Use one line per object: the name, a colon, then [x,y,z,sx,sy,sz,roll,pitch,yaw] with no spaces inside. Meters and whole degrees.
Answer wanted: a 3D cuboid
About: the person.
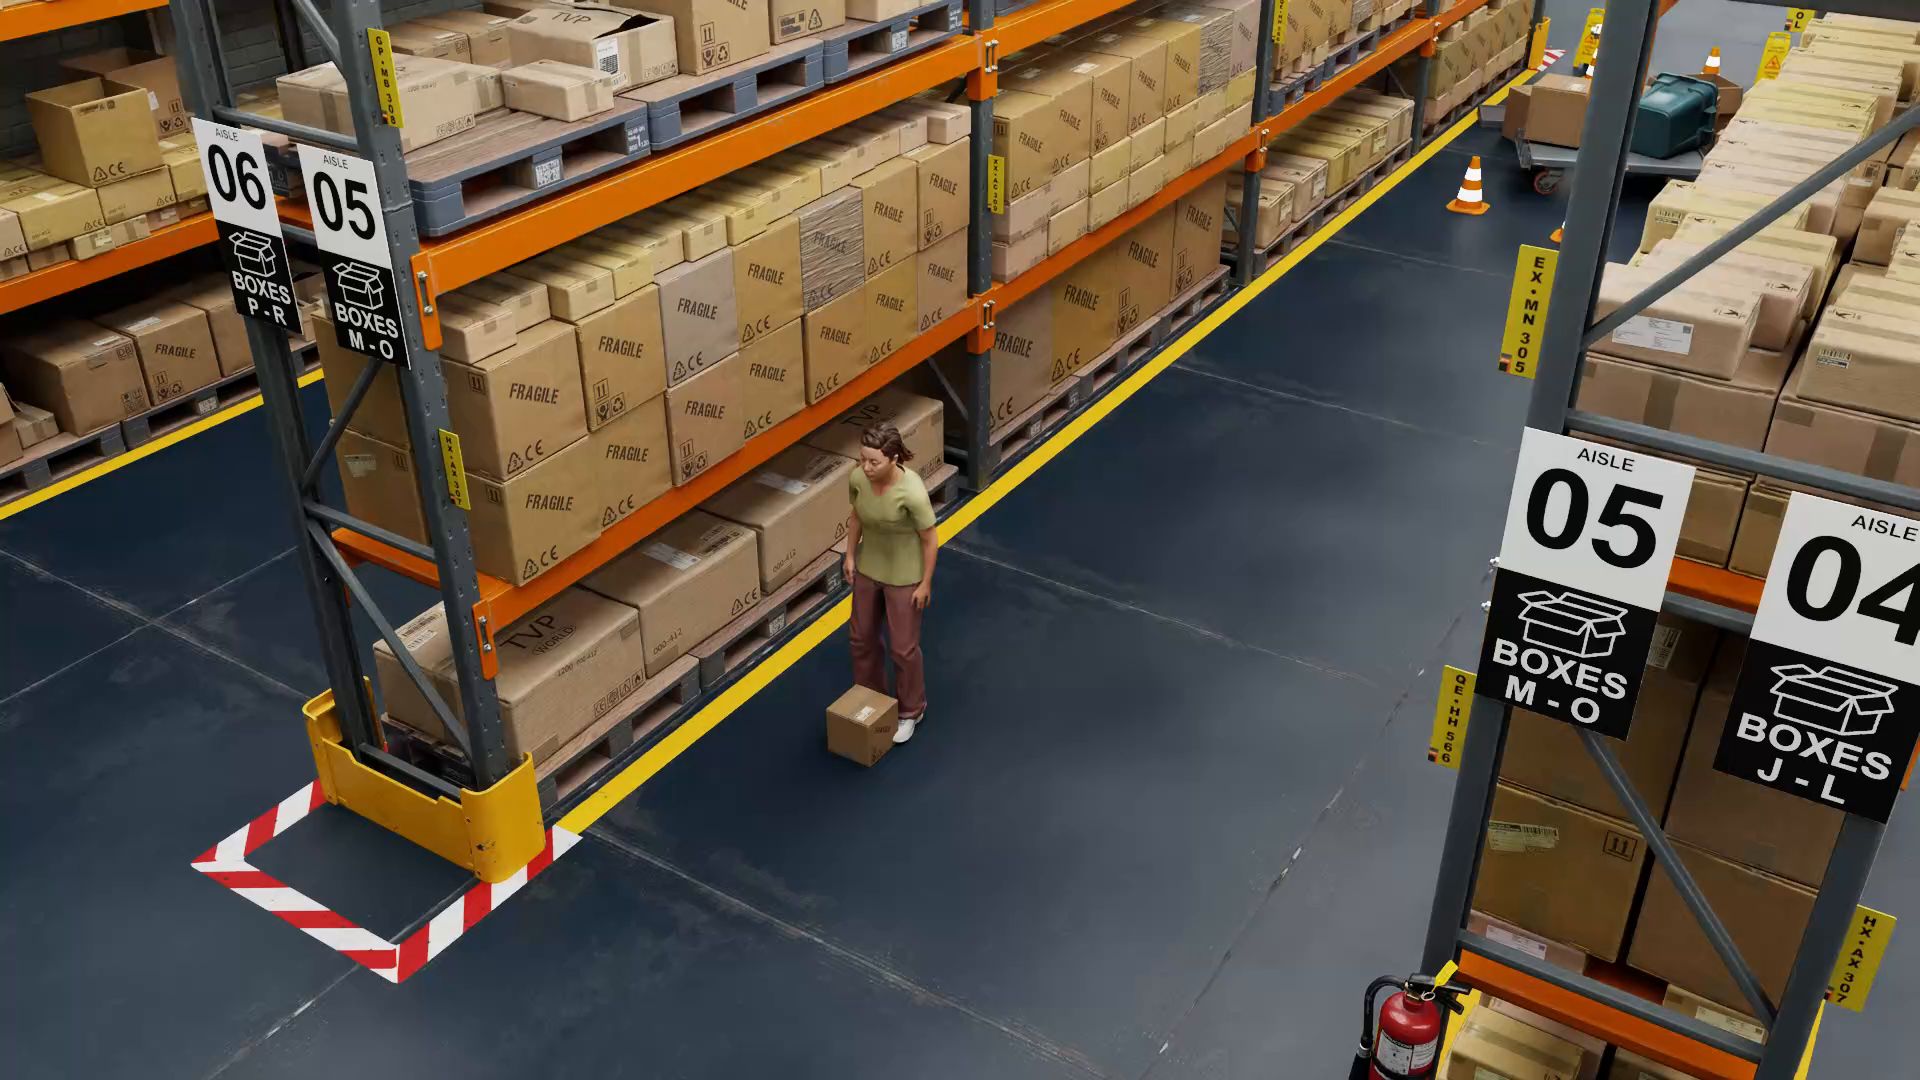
person: [-0.344,0.178,7.882,0.499,1.673,0.357,19,36,29]
